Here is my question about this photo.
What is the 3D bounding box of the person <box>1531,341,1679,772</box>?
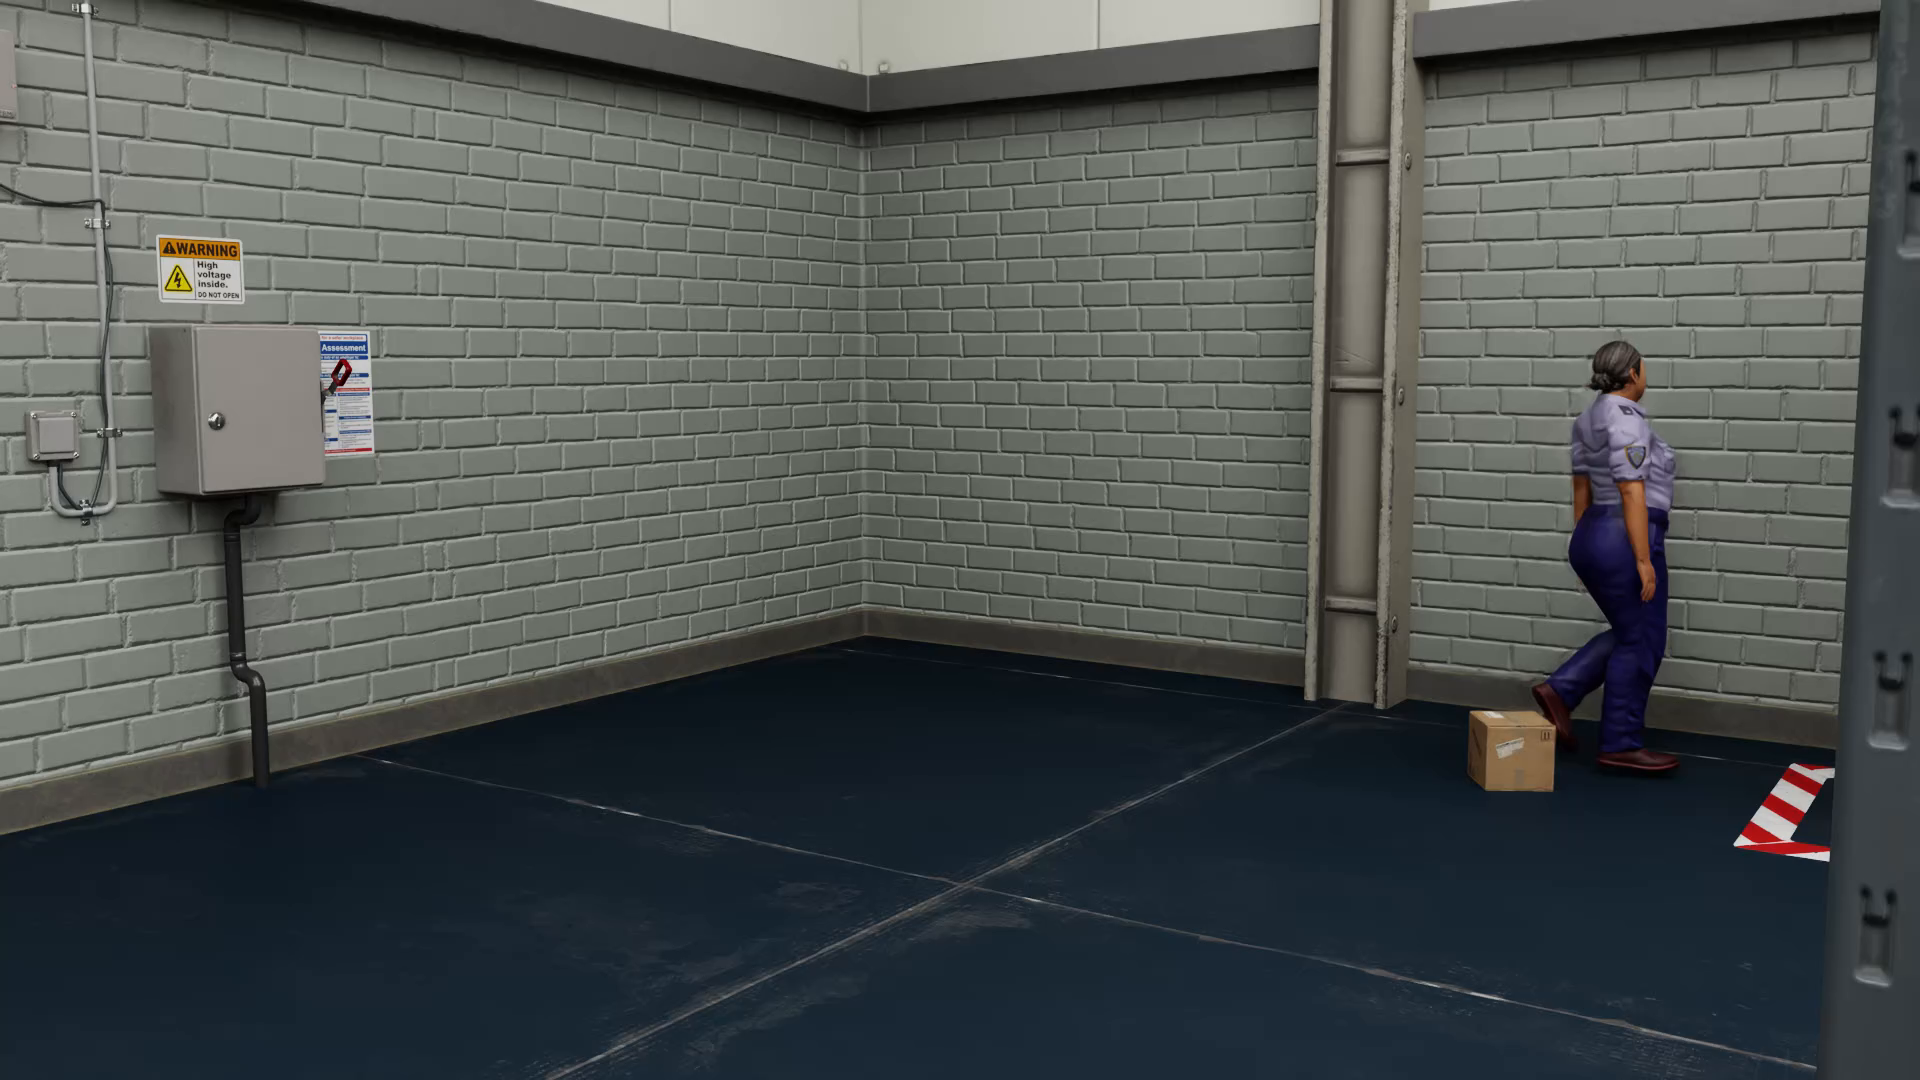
[{"bbox_3d":[2.509,0.055,6.403,0.499,1.633,0.507,0,6,2],"label":"person"}]
